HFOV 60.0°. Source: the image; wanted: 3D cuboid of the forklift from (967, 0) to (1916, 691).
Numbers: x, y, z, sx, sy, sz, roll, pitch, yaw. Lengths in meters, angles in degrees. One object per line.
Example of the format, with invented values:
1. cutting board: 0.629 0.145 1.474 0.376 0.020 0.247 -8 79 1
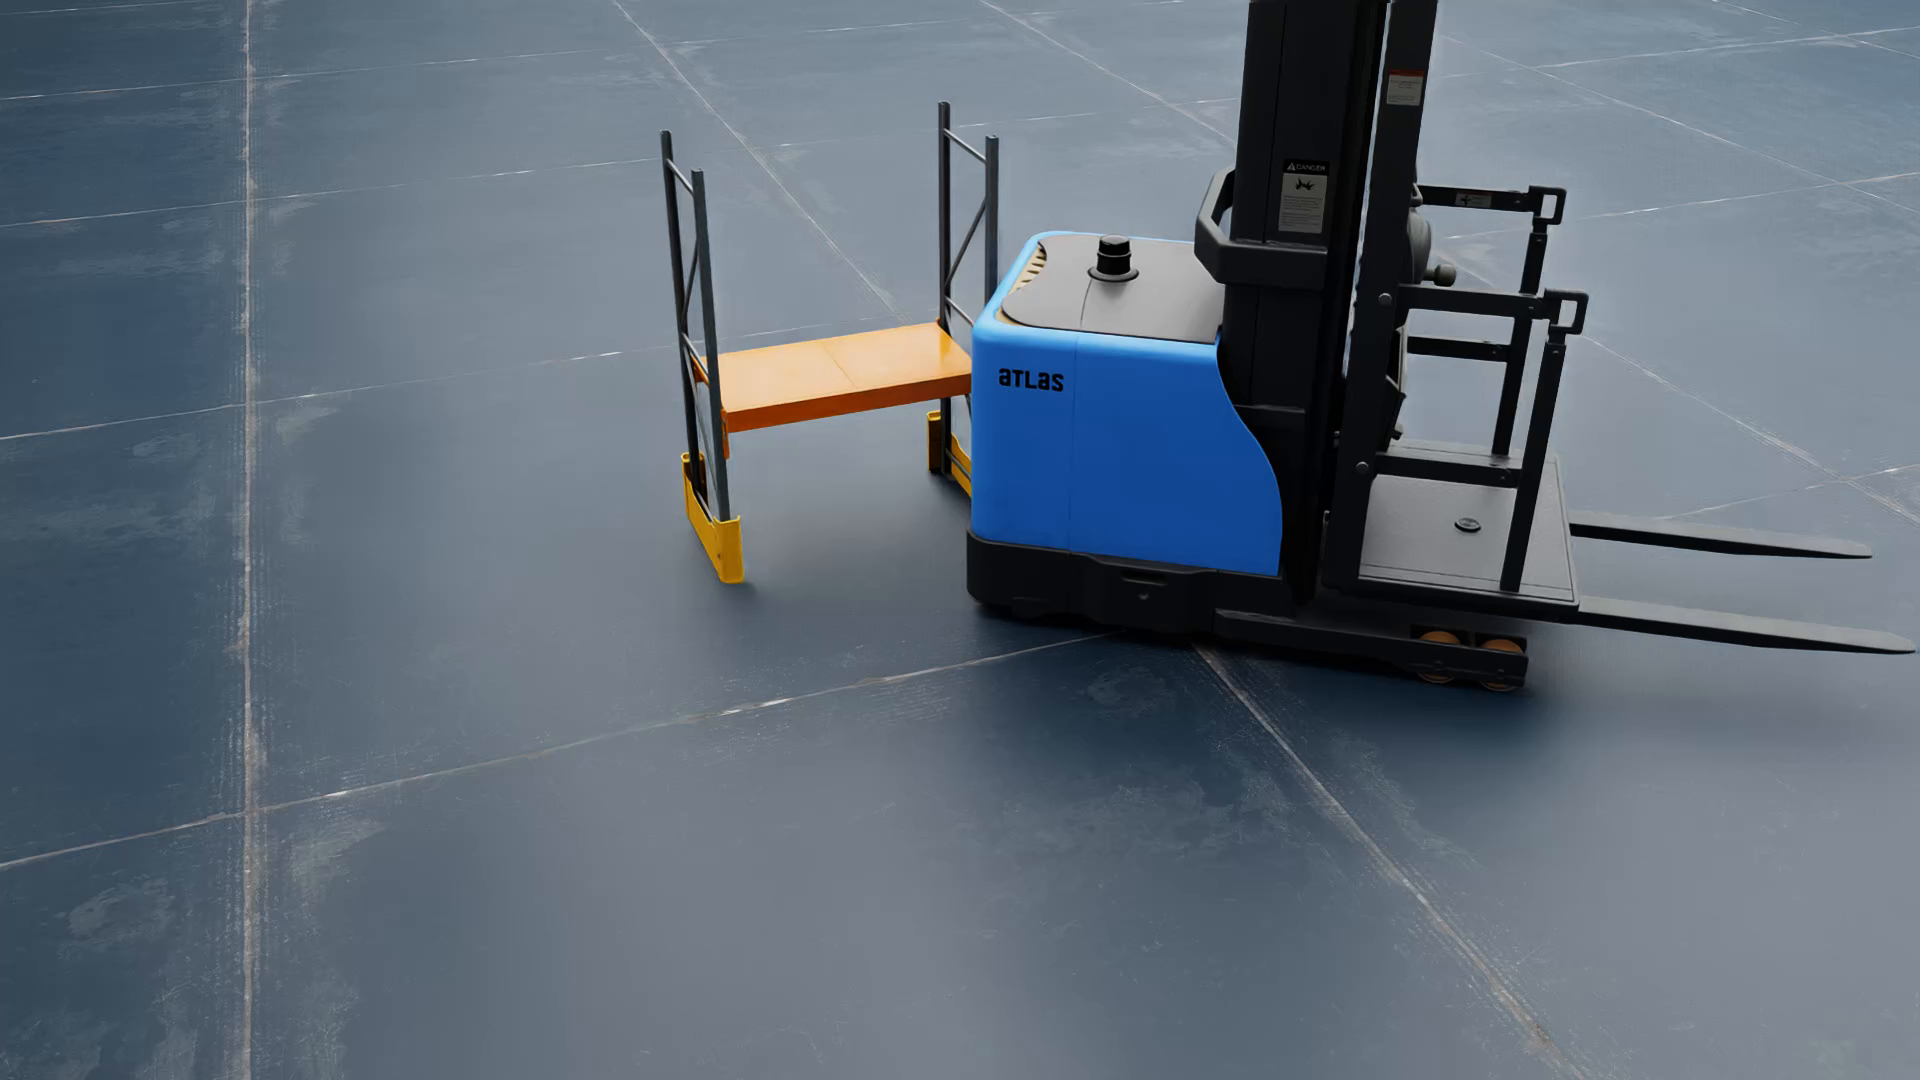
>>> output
1. forklift: 1.597 -1.075 5.175 3.031 2.935 1.130 7 30 12

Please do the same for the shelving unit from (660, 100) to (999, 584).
1. shelving unit: -0.455 -0.725 6.007 1.083 1.500 0.587 -11 31 -19

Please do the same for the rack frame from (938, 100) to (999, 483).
1. rack frame: 0.026 -0.818 6.171 0.032 1.500 0.500 -11 31 -19

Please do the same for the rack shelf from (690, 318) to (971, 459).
1. rack shelf: -0.447 -0.570 6.099 1.000 0.185 0.538 -11 31 -19

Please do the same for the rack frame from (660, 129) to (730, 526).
1. rack frame: -0.920 -0.634 5.848 0.032 1.500 0.500 -11 31 -19

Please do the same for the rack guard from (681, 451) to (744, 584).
1. rack guard: -0.919 -0.091 6.158 0.087 0.250 0.587 -11 31 -19

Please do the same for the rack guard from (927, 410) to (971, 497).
1. rack guard: 0.008 -0.272 6.475 0.087 0.250 0.587 -11 31 -19
